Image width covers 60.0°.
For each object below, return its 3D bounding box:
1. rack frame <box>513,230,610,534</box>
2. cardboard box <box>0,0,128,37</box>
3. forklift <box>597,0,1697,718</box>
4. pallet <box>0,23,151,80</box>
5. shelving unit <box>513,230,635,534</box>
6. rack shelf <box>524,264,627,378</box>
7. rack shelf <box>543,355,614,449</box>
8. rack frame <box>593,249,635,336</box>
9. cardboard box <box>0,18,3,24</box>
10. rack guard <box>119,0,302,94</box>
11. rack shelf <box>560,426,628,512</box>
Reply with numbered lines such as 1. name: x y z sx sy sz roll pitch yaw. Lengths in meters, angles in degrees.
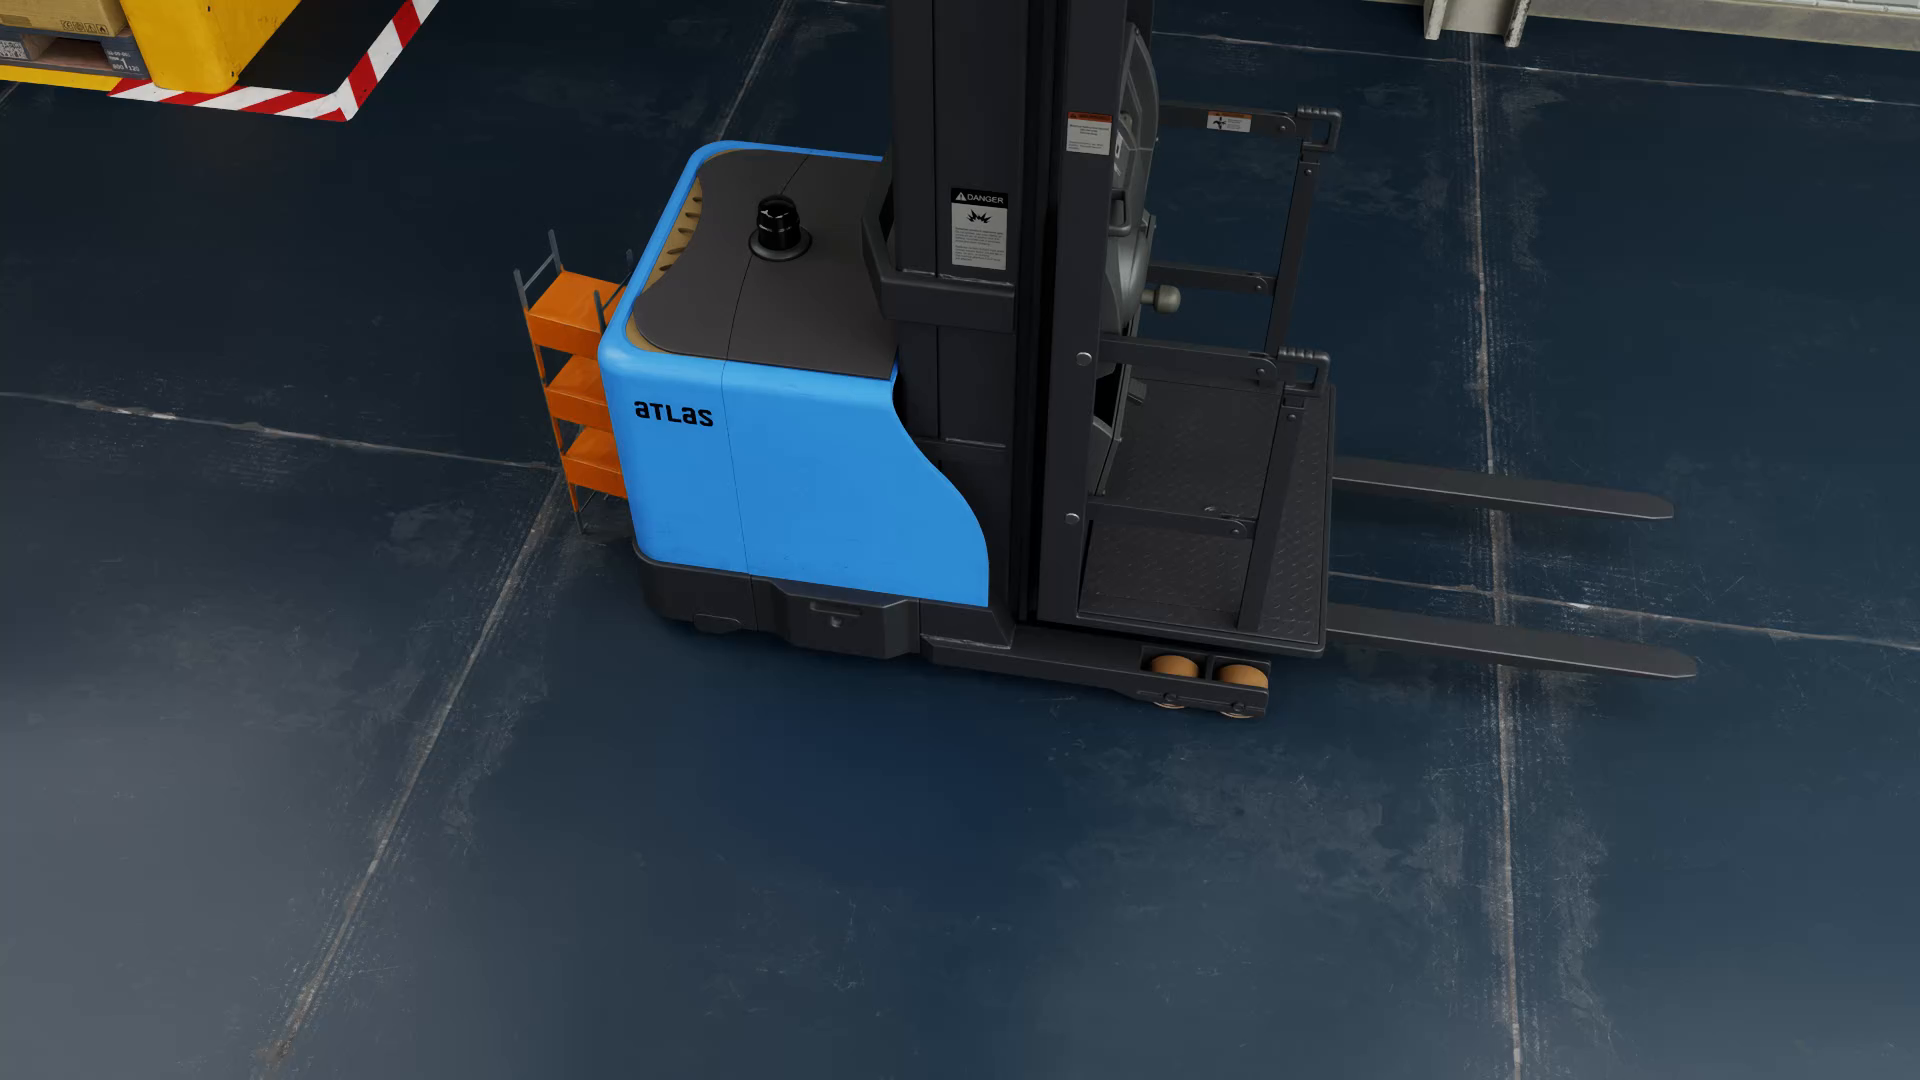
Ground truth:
1. rack frame: -1.167 -0.440 4.940 0.008 1.050 0.200 16 50 14
2. cardboard box: -3.664 -2.356 6.916 0.500 0.250 0.500 8 49 7
3. forklift: 0.614 -0.897 4.086 3.031 2.935 1.130 8 49 7
4. pallet: -3.905 -2.442 7.302 1.213 0.211 1.003 8 49 7
5. shelving unit: -1.053 -0.408 4.910 0.252 1.050 0.215 16 50 14
6. rack shelf: -1.053 -0.590 4.707 0.240 0.259 0.215 16 50 14
7. rack shelf: -1.053 -0.401 4.918 0.240 0.259 0.215 16 50 14
8. rack frame: -0.939 -0.375 4.881 0.008 1.050 0.200 16 50 14
9. cardboard box: -4.152 -2.428 6.982 0.500 0.250 0.500 8 49 7
10. rack guard: -3.122 -2.465 7.129 0.348 0.500 1.175 8 49 7
11. rack shelf: -1.053 -0.215 5.125 0.240 0.259 0.215 16 50 14
